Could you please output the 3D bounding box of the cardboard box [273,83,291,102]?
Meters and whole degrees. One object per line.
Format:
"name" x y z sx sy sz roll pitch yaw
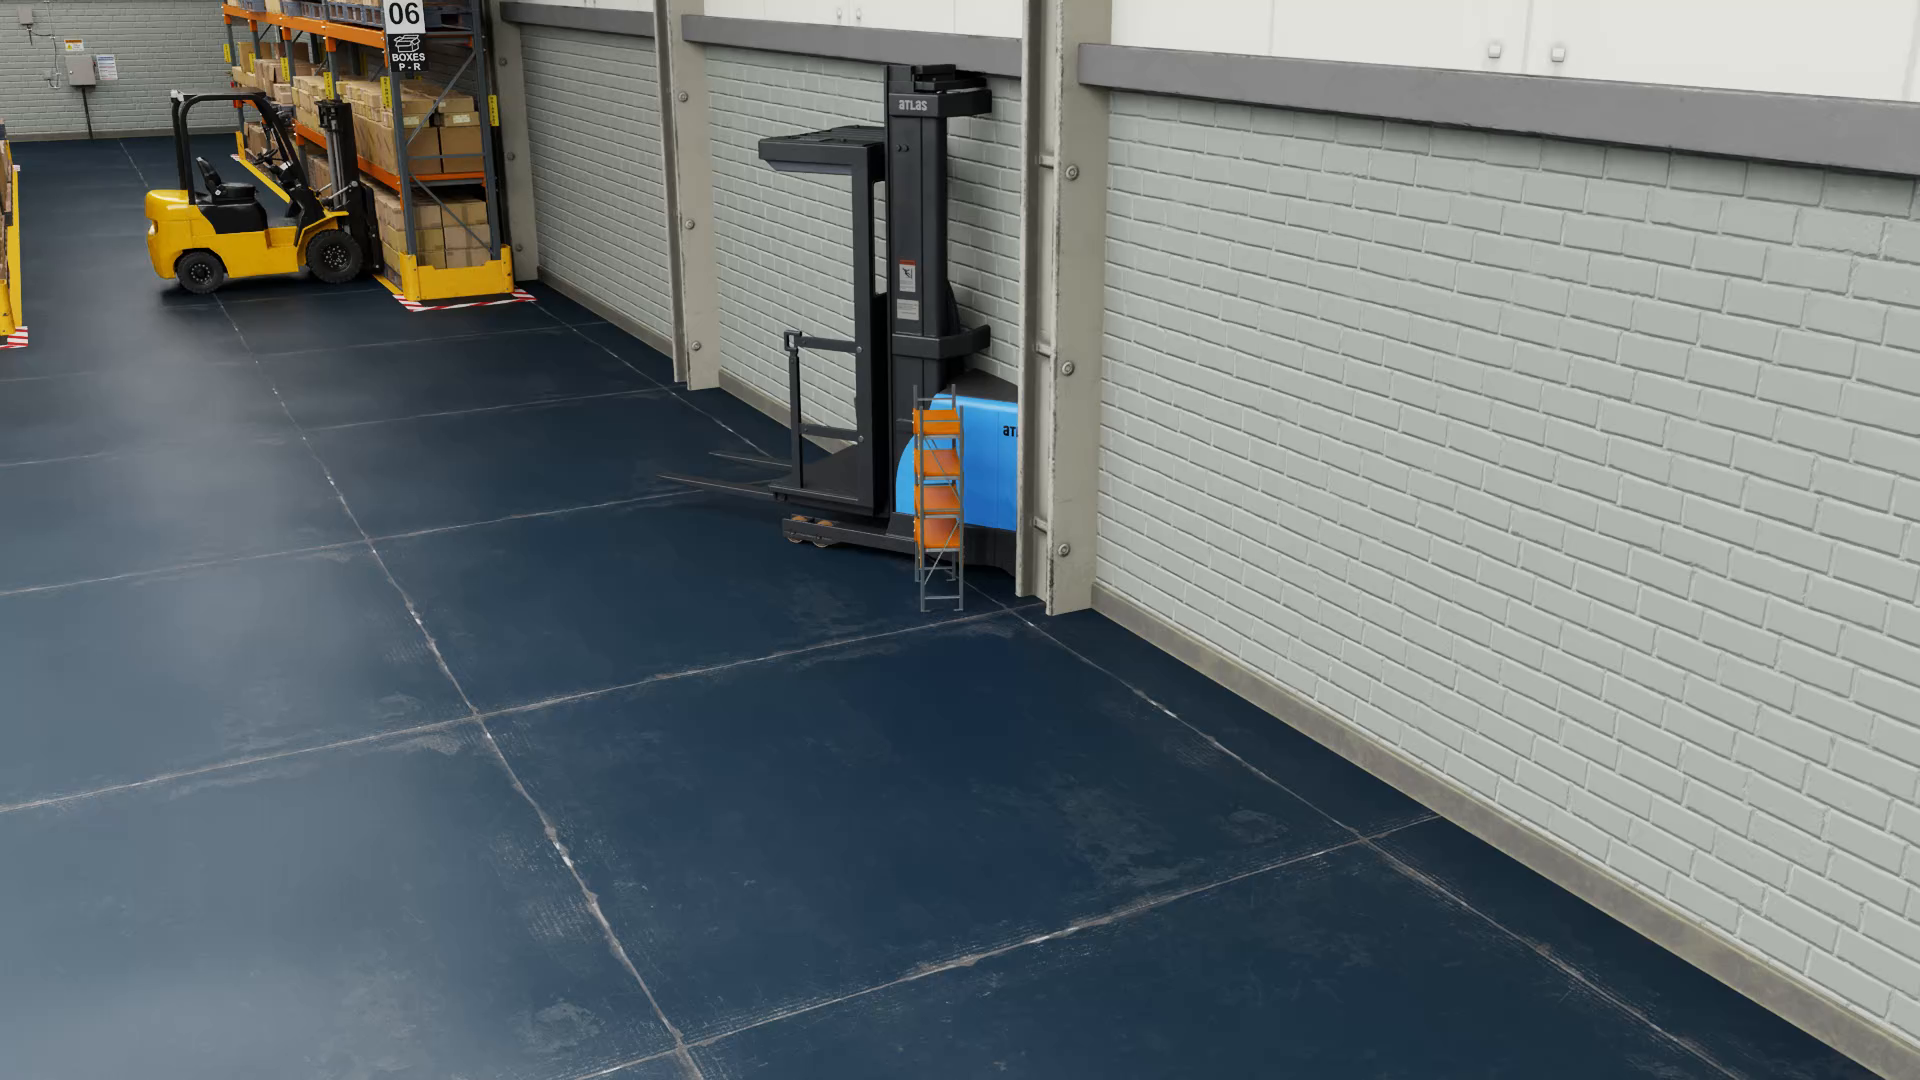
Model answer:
"cardboard box" -10.194 -6.852 25.477 0.500 0.250 0.500 -11 22 -29

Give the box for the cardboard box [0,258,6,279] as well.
"cardboard box" -10.622 -2.881 17.954 0.500 0.250 0.500 -8 21 -23

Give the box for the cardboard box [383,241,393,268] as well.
"cardboard box" -6.339 -3.304 19.181 0.500 0.250 0.500 -10 21 -27

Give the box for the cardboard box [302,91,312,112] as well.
"cardboard box" -8.943 -6.175 23.393 0.500 0.250 0.500 -11 22 -28

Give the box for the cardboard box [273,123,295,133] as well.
"cardboard box" -11.206 -6.873 27.689 0.380 0.149 0.250 -11 22 -29

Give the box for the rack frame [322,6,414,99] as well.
"rack frame" -7.509 -5.324 21.461 1.000 3.000 0.127 -10 21 -27

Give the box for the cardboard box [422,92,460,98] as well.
"cardboard box" -5.918 -5.027 18.997 0.380 0.149 0.250 -10 21 -26

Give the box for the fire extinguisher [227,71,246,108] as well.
"fire extinguisher" -13.684 -8.526 31.433 0.296 0.674 0.183 -10 21 -27

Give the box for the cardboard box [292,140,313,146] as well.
"cardboard box" -10.313 -6.208 26.219 0.380 0.149 0.250 -10 22 -27

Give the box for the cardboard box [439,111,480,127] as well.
"cardboard box" -5.542 -4.667 18.410 0.380 0.149 0.250 -11 22 -28

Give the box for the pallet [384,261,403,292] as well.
"pallet" -6.010 -3.070 19.206 1.003 0.211 1.213 -10 21 -27

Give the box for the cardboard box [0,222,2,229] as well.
"cardboard box" -12.803 -4.066 21.200 0.950 0.372 0.625 -9 21 -25

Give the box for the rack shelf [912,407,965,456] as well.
"rack shelf" -0.124 -0.614 9.366 0.258 0.148 0.480 -2 19 -5

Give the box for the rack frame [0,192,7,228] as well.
"rack frame" -13.775 -5.702 22.558 1.000 3.000 0.127 -10 21 -27

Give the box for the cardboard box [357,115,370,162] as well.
"cardboard box" -6.805 -4.763 19.684 0.500 0.500 0.500 -10 21 -26

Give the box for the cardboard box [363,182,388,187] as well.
"cardboard box" -7.075 -4.218 20.296 0.500 0.250 0.500 -9 21 -25

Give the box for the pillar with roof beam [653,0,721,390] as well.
"pillar with roof beam" -6.086 -4.962 11.215 9.100 9.000 0.400 -10 21 -27

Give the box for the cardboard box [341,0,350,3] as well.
"cardboard box" -7.071 -6.451 19.538 0.396 0.266 0.258 -11 22 -28

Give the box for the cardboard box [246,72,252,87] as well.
"cardboard box" -12.240 -8.085 29.238 0.500 0.250 0.500 -10 21 -27

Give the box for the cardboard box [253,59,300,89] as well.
"cardboard box" -11.275 -7.693 27.529 0.700 0.500 0.500 -9 21 -25

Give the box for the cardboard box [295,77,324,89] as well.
"cardboard box" -9.388 -6.612 24.048 0.380 0.149 0.250 -9 21 -25

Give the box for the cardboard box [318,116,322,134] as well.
"cardboard box" -8.431 -5.648 22.630 0.500 0.250 0.500 -10 21 -26

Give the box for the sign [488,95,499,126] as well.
"sign" -5.118 -4.706 18.224 0.100 0.325 0.005 -10 21 -27

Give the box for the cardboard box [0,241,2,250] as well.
"cardboard box" -10.872 -3.387 18.270 0.500 0.500 0.500 -9 21 -24

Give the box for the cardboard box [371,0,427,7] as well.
"cardboard box" -6.034 -5.976 17.802 0.500 0.500 0.500 -9 21 -25

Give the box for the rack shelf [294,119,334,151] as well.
"rack shelf" -8.459 -5.558 23.243 1.077 0.370 4.000 -10 21 -27

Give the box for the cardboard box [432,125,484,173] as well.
"cardboard box" -5.600 -4.408 18.654 0.500 0.500 0.500 -9 21 -25

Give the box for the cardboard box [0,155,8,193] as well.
"cardboard box" -14.874 -5.621 24.936 0.875 0.875 0.875 -9 21 -25

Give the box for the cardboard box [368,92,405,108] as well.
"cardboard box" -6.532 -5.018 18.971 0.380 0.149 0.250 -9 21 -25

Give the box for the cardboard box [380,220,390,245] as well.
"cardboard box" -6.344 -3.548 19.119 0.500 0.250 0.500 -10 22 -27

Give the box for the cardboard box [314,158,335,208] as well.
"cardboard box" -8.807 -5.181 24.043 0.875 0.625 0.625 -9 21 -25

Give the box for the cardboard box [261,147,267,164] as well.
"cardboard box" -12.000 -6.743 29.123 0.396 0.266 0.258 -9 21 -25

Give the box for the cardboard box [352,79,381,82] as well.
"cardboard box" -8.358 -6.417 23.481 0.380 0.149 0.250 -10 22 -28

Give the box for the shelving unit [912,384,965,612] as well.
"shelving unit" -0.124 -0.242 9.495 0.258 1.200 0.503 -2 19 -5

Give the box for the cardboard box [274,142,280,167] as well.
"cardboard box" -11.015 -6.312 27.514 0.500 0.500 0.500 -10 22 -27

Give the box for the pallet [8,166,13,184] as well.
"pallet" -16.550 -6.113 28.024 1.003 0.211 1.213 -10 21 -27

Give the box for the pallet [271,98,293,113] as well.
"pallet" -10.336 -6.939 26.436 1.003 0.211 1.213 -10 21 -27

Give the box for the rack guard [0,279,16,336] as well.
"rack guard" -10.012 -2.246 16.373 1.175 0.500 0.348 -10 21 -27

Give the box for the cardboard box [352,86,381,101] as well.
"cardboard box" -7.107 -5.388 20.043 0.380 0.149 0.250 -10 22 -28

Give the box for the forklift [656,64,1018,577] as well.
"forklift" -0.557 -1.480 10.428 3.031 2.935 1.130 10 21 26

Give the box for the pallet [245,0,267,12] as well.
"pallet" -10.565 -8.454 26.223 1.213 0.211 1.003 -10 21 -27

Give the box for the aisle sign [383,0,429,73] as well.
"aisle sign" -5.837 -5.340 17.523 0.394 0.787 0.004 -10 21 -27

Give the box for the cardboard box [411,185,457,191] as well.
"cardboard box" -6.377 -4.150 20.100 0.500 0.250 0.500 -10 22 -28

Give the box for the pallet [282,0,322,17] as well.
"pallet" -9.007 -7.620 23.806 1.213 0.211 1.003 -9 21 -24

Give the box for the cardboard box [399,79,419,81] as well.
"cardboard box" -7.091 -5.773 21.161 0.380 0.149 0.250 -10 21 -27

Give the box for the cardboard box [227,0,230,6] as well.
"cardboard box" -12.978 -9.705 29.946 0.380 0.149 0.250 -9 21 -25

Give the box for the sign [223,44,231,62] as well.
"sign" -13.685 -9.094 31.060 0.100 0.325 0.005 -10 21 -27

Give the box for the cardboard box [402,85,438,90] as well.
"cardboard box" -6.512 -5.401 20.081 0.380 0.149 0.250 -10 22 -27

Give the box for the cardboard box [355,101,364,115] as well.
"cardboard box" -7.007 -5.174 19.878 0.380 0.149 0.250 -11 22 -28

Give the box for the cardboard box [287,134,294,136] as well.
"cardboard box" -10.898 -6.584 27.306 0.380 0.149 0.250 -10 22 -28

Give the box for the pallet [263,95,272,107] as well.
"pallet" -11.024 -7.283 27.434 1.003 0.211 1.213 -10 21 -27
